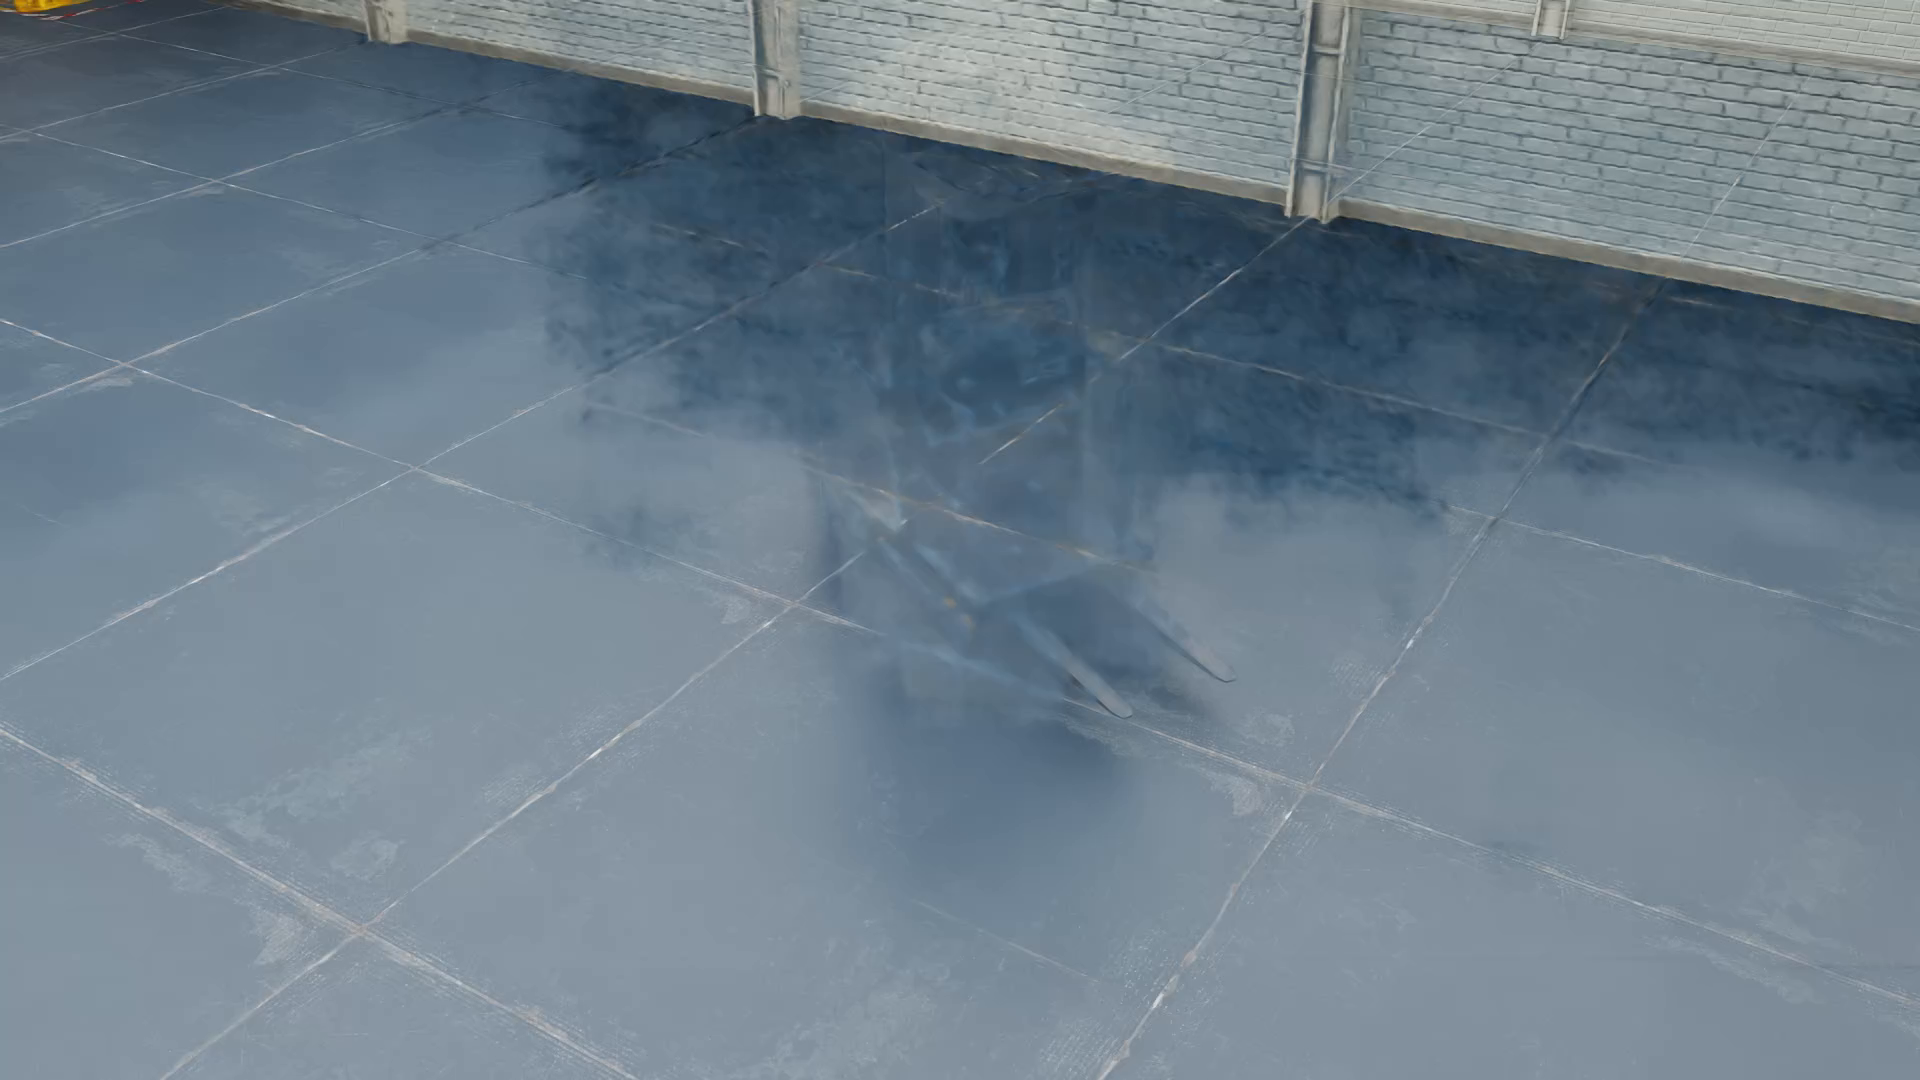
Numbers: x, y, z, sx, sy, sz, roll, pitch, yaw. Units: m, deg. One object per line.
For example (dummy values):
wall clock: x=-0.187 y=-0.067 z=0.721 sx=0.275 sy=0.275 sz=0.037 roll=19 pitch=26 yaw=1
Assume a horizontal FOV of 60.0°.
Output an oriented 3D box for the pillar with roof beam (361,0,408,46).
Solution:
pillar with roof beam: x=-5.220 y=-11.453 z=20.452 sx=0.400 sy=9.000 sz=9.100 roll=18 pitch=35 yaw=27

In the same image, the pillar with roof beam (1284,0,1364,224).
pillar with roof beam: x=4.943 y=-8.238 z=14.941 sx=0.400 sy=9.000 sz=9.100 roll=18 pitch=35 yaw=27

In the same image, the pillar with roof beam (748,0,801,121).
pillar with roof beam: x=-0.139 y=-9.846 z=17.697 sx=0.400 sy=9.000 sz=9.100 roll=18 pitch=35 yaw=27
